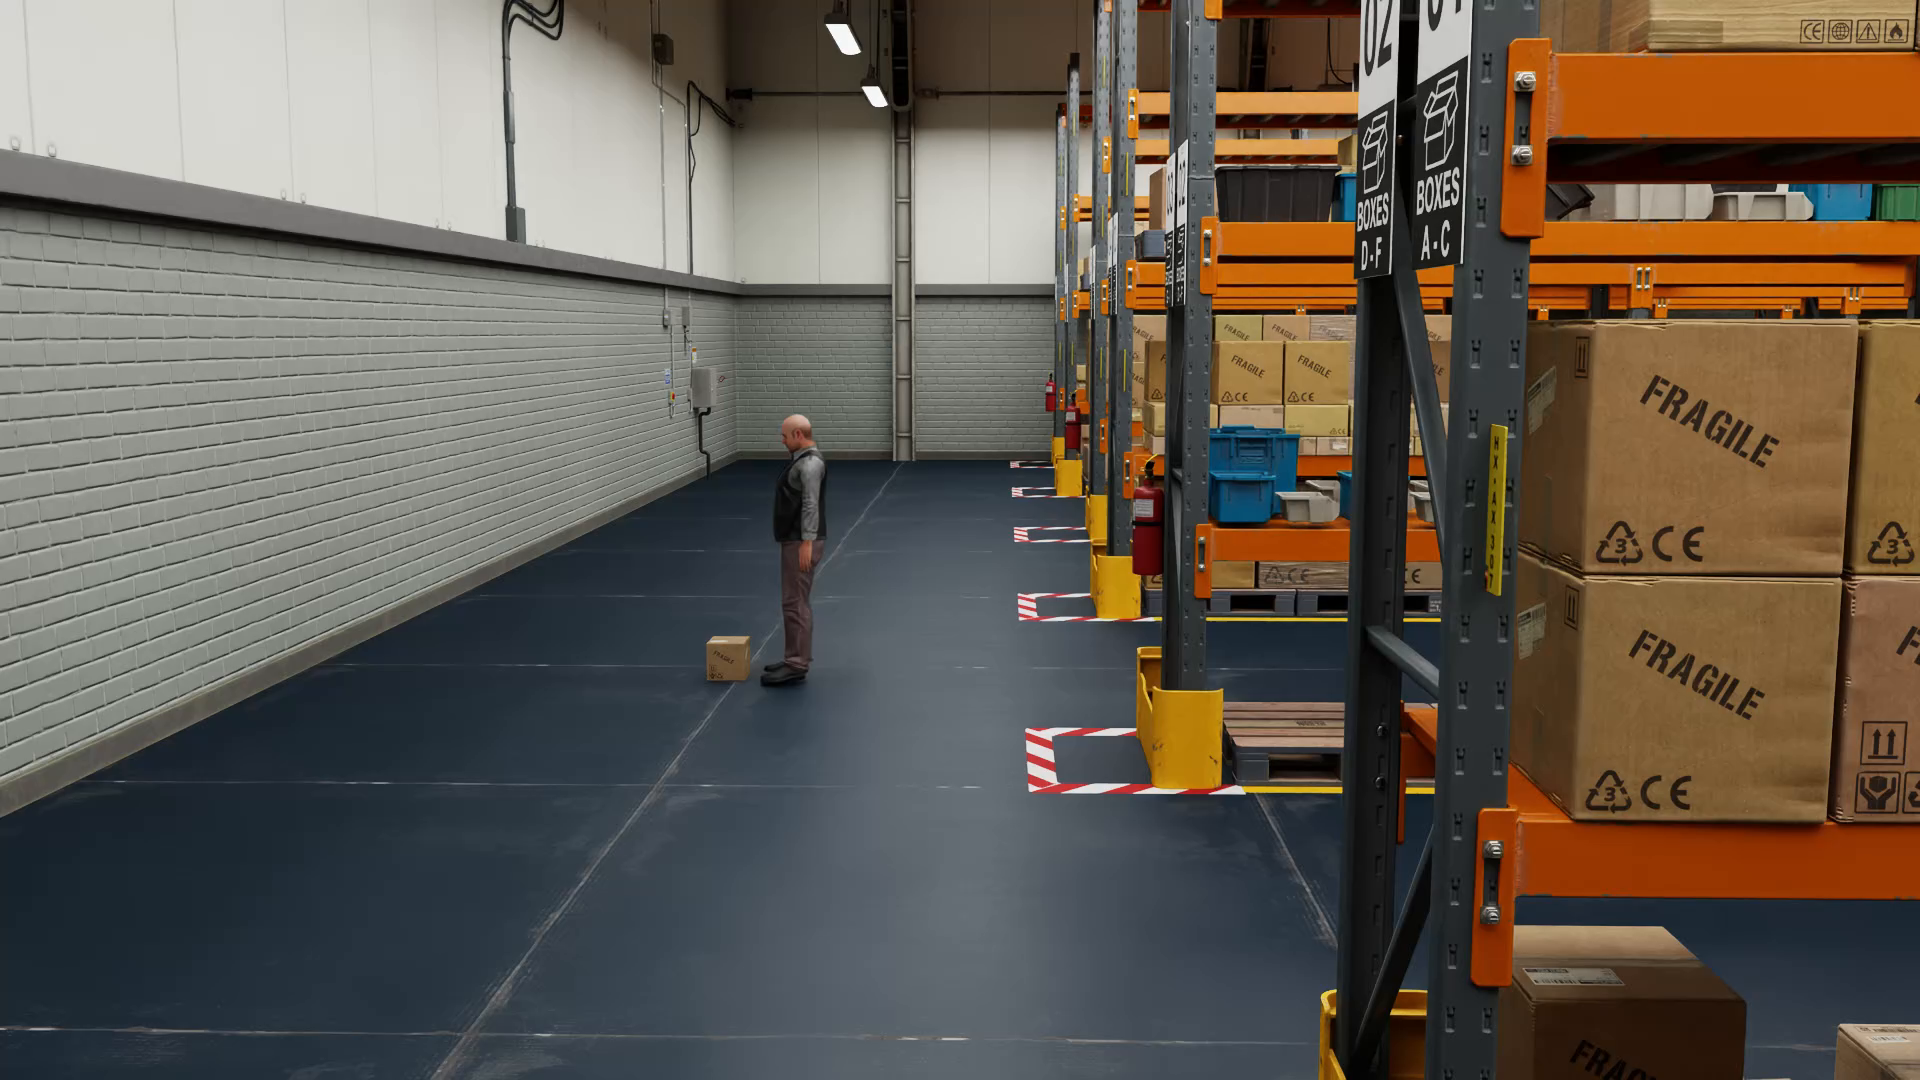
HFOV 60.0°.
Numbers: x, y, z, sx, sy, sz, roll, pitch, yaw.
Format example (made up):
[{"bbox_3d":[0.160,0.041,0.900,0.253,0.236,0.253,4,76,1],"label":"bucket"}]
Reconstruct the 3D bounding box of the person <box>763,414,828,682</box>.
[{"bbox_3d":[-1.081,0.039,10.910,0.432,1.722,0.545,0,7,-4],"label":"person"}]
